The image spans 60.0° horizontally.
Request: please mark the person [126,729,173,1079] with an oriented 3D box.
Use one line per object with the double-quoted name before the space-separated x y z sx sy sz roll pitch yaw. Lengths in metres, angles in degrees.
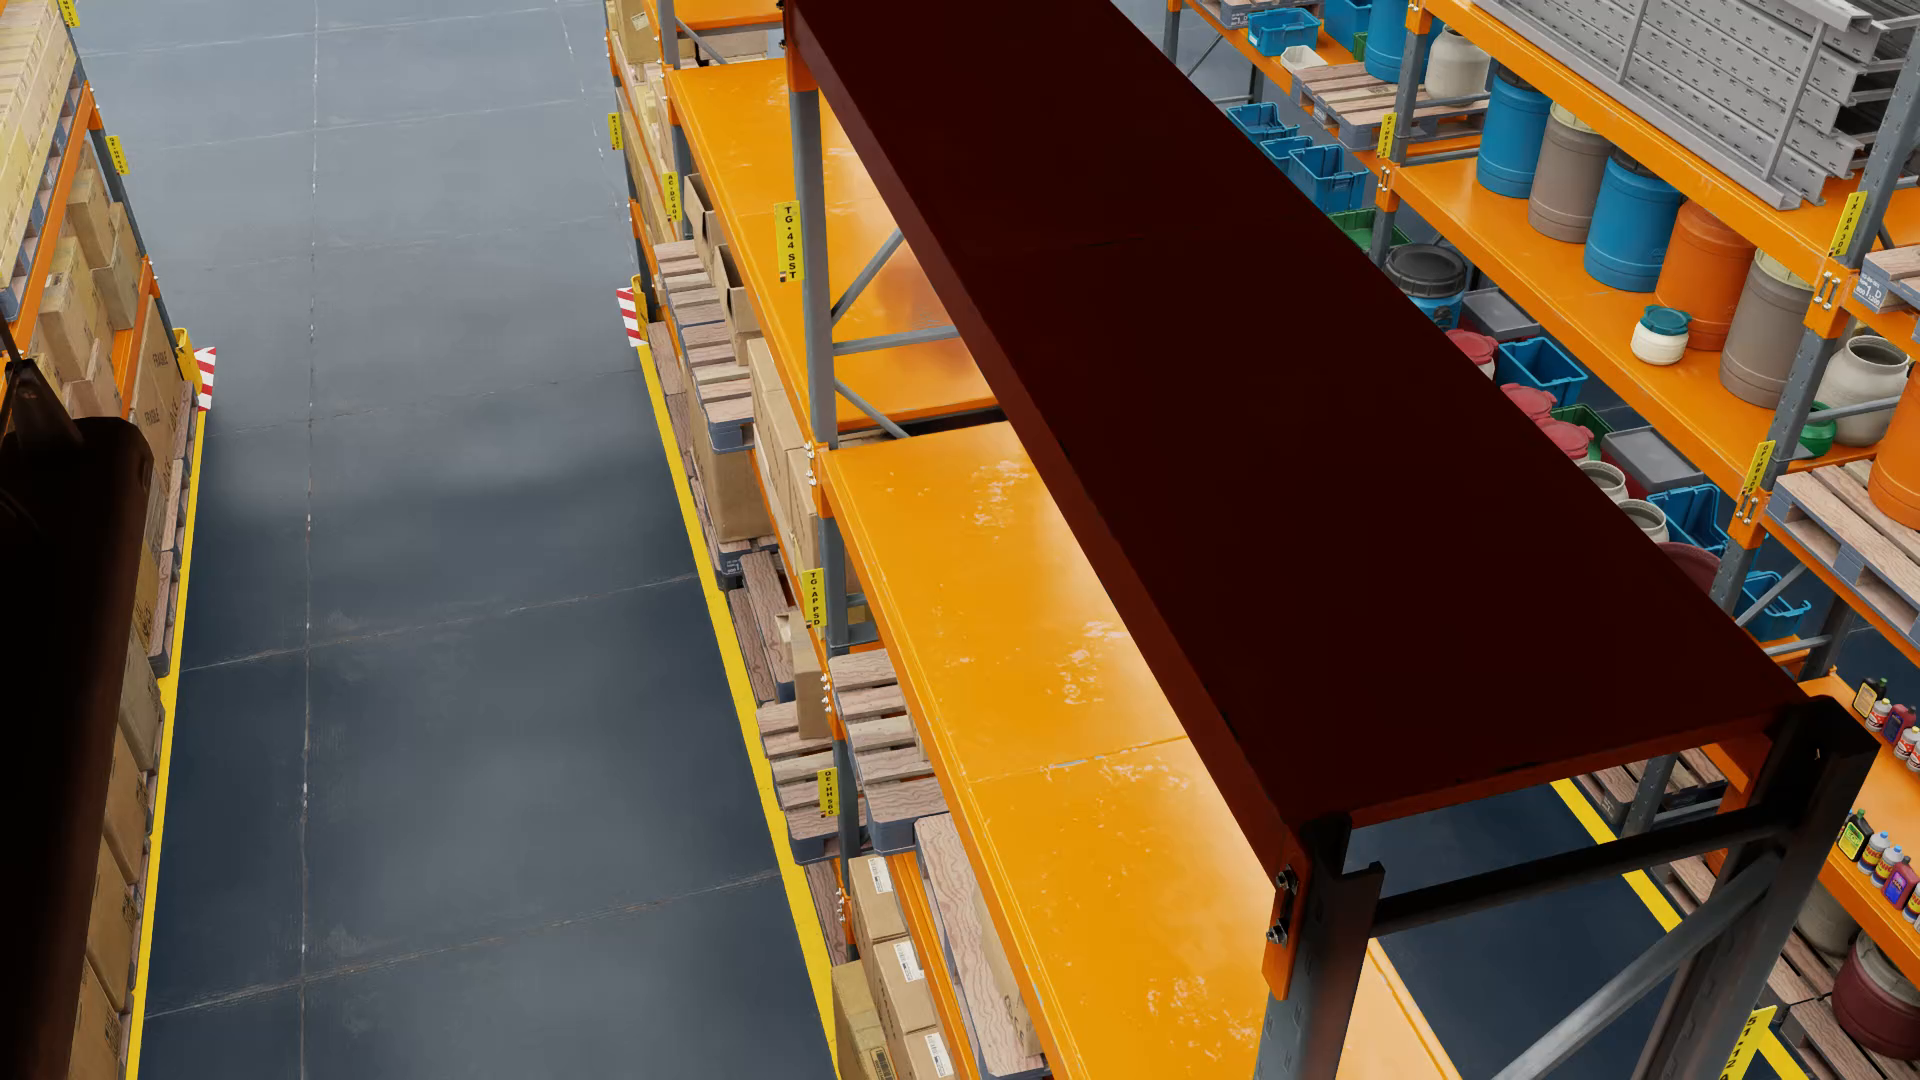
"person" -2.461 0.117 11.367 7.029 1.675 7.297 -14 41 -17
